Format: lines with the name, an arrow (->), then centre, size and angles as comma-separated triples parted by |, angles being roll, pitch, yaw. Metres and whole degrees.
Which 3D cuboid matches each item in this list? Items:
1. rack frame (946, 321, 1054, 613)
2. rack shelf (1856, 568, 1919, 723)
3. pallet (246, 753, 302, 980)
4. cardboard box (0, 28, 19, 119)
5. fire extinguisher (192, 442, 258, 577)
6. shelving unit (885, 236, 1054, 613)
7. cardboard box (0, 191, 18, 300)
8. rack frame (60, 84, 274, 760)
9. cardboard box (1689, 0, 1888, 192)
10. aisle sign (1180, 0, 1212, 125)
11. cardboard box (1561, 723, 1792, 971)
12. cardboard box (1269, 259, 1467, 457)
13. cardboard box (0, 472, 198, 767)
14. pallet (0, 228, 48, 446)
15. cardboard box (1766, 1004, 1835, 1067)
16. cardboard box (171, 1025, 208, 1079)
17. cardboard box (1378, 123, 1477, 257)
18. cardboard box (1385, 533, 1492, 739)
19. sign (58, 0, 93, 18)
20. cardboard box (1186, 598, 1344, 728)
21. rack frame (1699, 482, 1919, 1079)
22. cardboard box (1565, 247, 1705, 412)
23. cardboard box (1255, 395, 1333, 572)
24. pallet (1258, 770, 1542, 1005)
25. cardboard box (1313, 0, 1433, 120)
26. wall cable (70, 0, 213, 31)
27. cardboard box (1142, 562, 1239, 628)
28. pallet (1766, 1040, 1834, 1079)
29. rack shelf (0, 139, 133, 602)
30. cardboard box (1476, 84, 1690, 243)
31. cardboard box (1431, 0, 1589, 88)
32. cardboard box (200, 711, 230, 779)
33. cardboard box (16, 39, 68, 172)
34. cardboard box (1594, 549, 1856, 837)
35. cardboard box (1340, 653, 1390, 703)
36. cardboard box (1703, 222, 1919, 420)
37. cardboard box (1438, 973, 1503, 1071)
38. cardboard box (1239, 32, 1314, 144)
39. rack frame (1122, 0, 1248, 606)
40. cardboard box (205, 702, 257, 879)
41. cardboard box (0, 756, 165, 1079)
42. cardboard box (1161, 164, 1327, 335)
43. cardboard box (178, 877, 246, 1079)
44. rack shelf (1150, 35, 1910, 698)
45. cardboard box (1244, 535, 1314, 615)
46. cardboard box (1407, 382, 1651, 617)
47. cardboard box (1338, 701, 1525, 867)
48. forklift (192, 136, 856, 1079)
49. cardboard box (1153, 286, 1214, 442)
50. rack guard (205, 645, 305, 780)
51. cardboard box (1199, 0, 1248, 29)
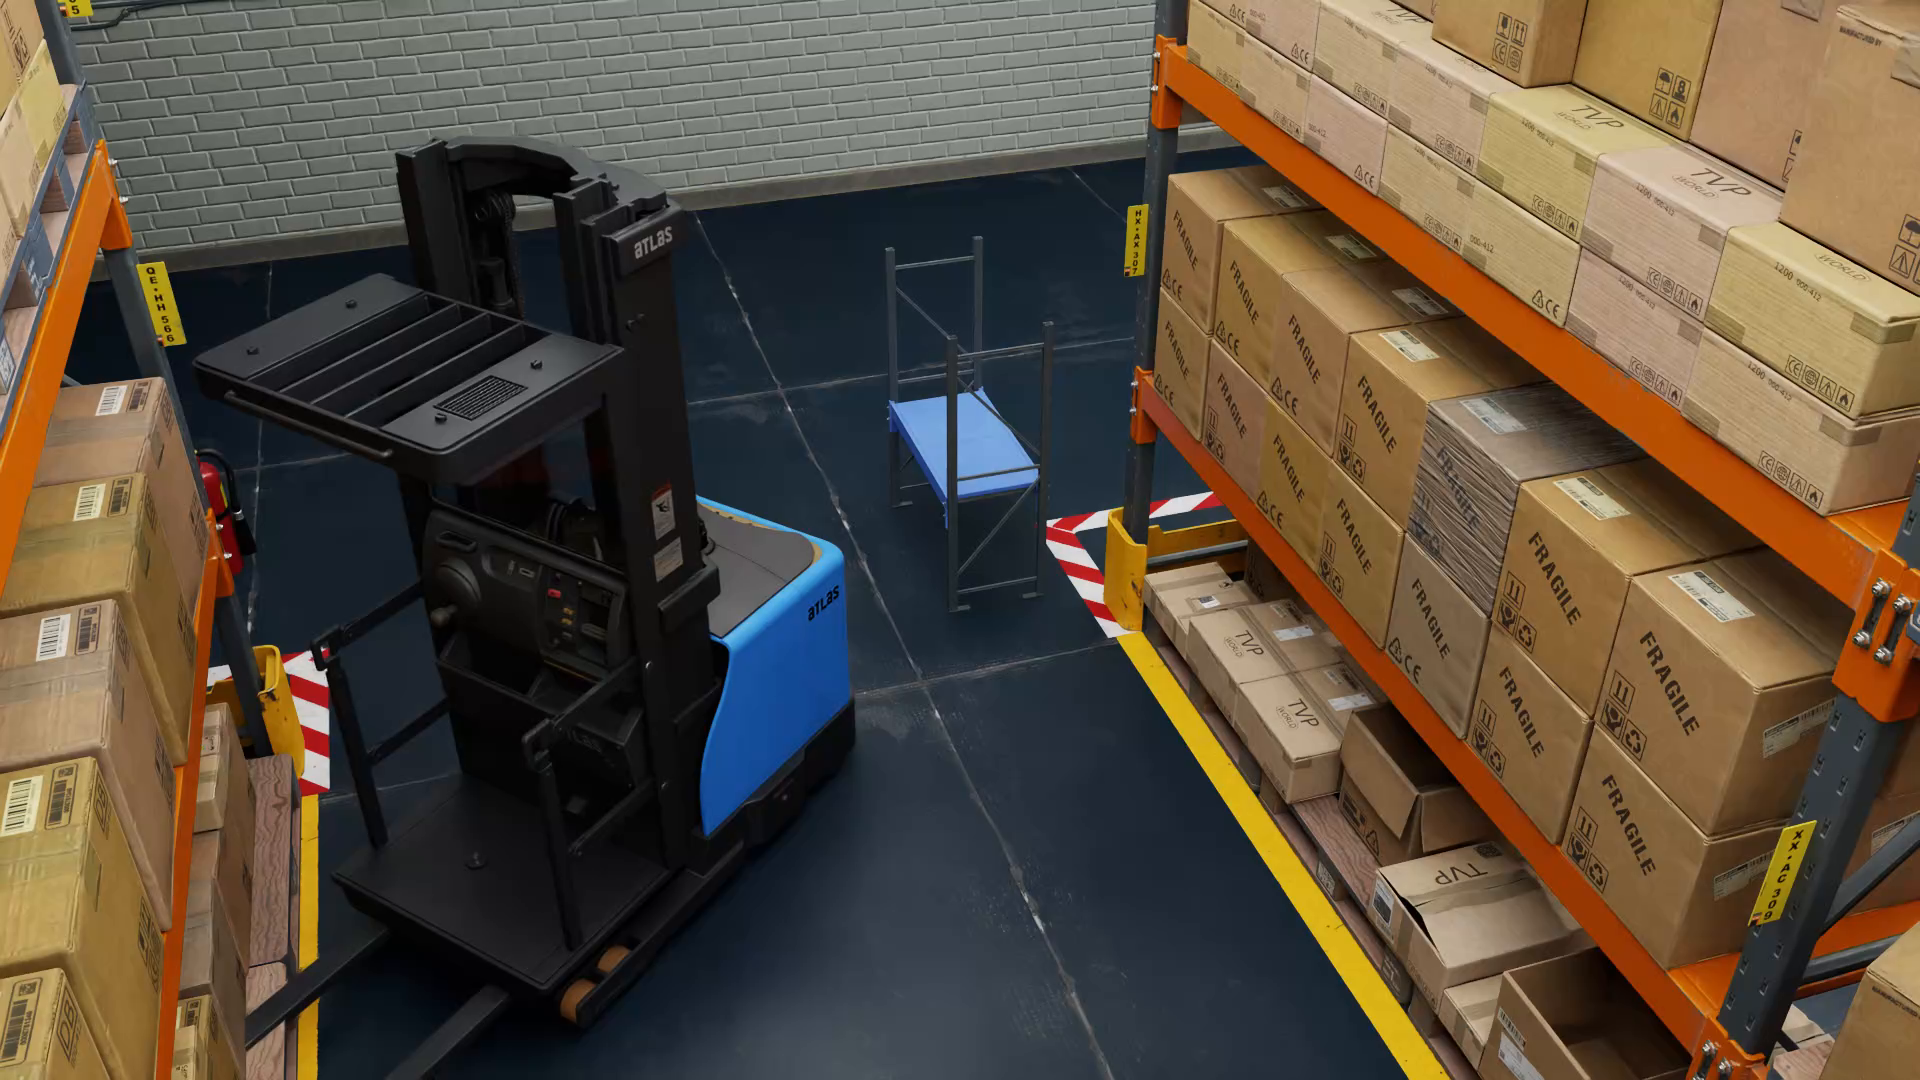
rack frame -> 0.181, -0.314, 7.865 | 0.500, 1.500, 0.032 | -10, 35, -15
rack shelf -> 3.113, 1.173, 2.185 | 1.077, 0.370, 4.000 | -10, 35, -15
pallet -> -3.115, 1.380, 6.471 | 1.003, 0.211, 1.213 | -10, 35, -15
cardboard box -> -2.808, -1.306, 4.269 | 0.500, 0.500, 0.500 | -9, 35, -13
fire extinguisher -> -3.040, -0.159, 6.679 | 0.296, 0.674, 0.183 | -10, 35, -15
shelving unit -> 0.026, -0.581, 8.269 | 0.538, 1.500, 1.048 | -10, 35, -15
cardboard box -> -2.634, -0.711, 4.049 | 0.500, 0.250, 0.500 | -11, 35, -16
rack frame -> -3.433, -0.190, 6.317 | 1.000, 3.000, 0.127 | -10, 35, -15
cardboard box -> 2.301, -1.171, 4.083 | 0.700, 0.500, 0.500 | -10, 35, -15
aisle sign -> 0.983, -2.097, 6.844 | 0.394, 0.787, 0.004 | -10, 35, -15
cardboard box -> 2.106, 0.814, 4.707 | 0.500, 0.500, 0.500 | -9, 35, -14
cardboard box -> 1.482, -0.670, 6.046 | 0.500, 0.500, 0.500 | -10, 35, -14
cardboard box -> -3.036, 0.331, 5.257 | 0.980, 0.700, 0.700 | -10, 35, -15
pallet -> -2.821, -0.376, 3.957 | 1.003, 0.211, 1.213 | -10, 35, -15
cardboard box -> 2.581, 1.756, 5.411 | 0.500, 0.311, 0.500 | -10, 35, -15
cardboard box -> -2.434, 1.612, 4.887 | 0.380, 0.149, 0.250 | -11, 35, -16
cardboard box -> 1.651, -1.114, 5.130 | 0.500, 0.250, 0.500 | -10, 35, -15
cardboard box -> 1.789, 0.274, 5.524 | 0.500, 0.500, 0.500 | -9, 35, -14
sign -> -2.912, -1.862, 5.395 | 0.100, 0.325, 0.005 | -10, 35, -15
cardboard box -> 1.331, 0.534, 7.316 | 0.500, 0.250, 0.500 | -10, 35, -15
rack frame -> 2.503, 1.075, 4.403 | 1.000, 3.000, 0.127 | -10, 35, -15
cardboard box -> 1.959, -0.589, 4.336 | 0.500, 0.250, 0.500 | -10, 35, -15
cardboard box -> 1.480, -0.256, 6.326 | 0.500, 0.500, 0.500 | -10, 35, -15
pallet -> 1.919, 1.236, 6.689 | 1.003, 0.211, 1.213 | -10, 35, -15
cardboard box -> 1.496, -1.584, 5.389 | 0.500, 0.250, 0.500 | -10, 35, -15
wall cable -> -4.818, -4.428, 10.104 | 3.097, 2.526, 0.112 | -10, 35, -15
cardboard box -> 1.084, 0.258, 7.826 | 0.380, 0.149, 0.250 | -10, 35, -15
pallet -> 2.643, 1.593, 3.793 | 1.003, 0.211, 1.213 | -10, 35, -15
rack shelf -> -2.823, -0.092, 4.100 | 1.077, 0.370, 4.000 | -10, 35, -15
cardboard box -> 1.797, -1.058, 4.593 | 0.500, 0.250, 0.500 | -10, 35, -15
cardboard box -> 1.845, -1.669, 4.837 | 0.700, 0.500, 0.500 | -10, 35, -15
cardboard box -> -2.912, 0.794, 6.126 | 0.380, 0.149, 0.250 | -10, 35, -15
cardboard box -> -2.957, -1.256, 4.874 | 0.500, 0.250, 0.500 | -9, 35, -13
cardboard box -> 2.103, 0.394, 4.436 | 0.500, 0.500, 0.500 | -10, 35, -14
cardboard box -> 1.945, 0.686, 7.086 | 0.500, 0.250, 0.500 | -10, 35, -15
cardboard box -> 2.096, -0.532, 3.797 | 0.500, 0.250, 0.500 | -10, 35, -15
cardboard box -> 1.888, 1.642, 5.731 | 0.380, 0.149, 0.250 | -10, 35, -15
cardboard box -> 1.338, -1.637, 5.922 | 0.500, 0.250, 0.500 | -10, 35, -15
rack frame -> 1.283, -1.025, 7.581 | 1.000, 3.000, 0.127 | -10, 35, -15
cardboard box -> -3.125, 1.028, 6.360 | 0.700, 0.500, 0.500 | -10, 35, -15
cardboard box -> -2.581, 1.113, 4.073 | 0.980, 0.700, 0.700 | -11, 35, -16
cardboard box -> 1.167, -1.207, 6.858 | 0.500, 0.500, 0.500 | -9, 35, -13
cardboard box -> -2.818, 1.555, 5.563 | 0.700, 0.500, 0.500 | -11, 35, -16
rack shelf -> 1.893, -0.927, 5.363 | 1.077, 0.370, 4.000 | -10, 35, -15
cardboard box -> 1.684, 0.078, 7.780 | 0.500, 0.500, 0.500 | -10, 35, -15
cardboard box -> 1.790, -0.139, 5.242 | 0.500, 0.500, 0.500 | -10, 35, -14
cardboard box -> 1.925, 0.947, 6.461 | 0.797, 0.503, 0.637 | -10, 35, -15
forklift -> -1.653, 0.254, 5.708 | 1.130, 2.935, 3.031 | 19, 38, 26
cardboard box -> 1.167, -0.790, 7.134 | 0.500, 0.500, 0.500 | -9, 35, -14
rack guard -> -3.441, 0.840, 7.026 | 1.175, 0.500, 0.348 | -10, 35, -15
cardboard box -> 1.192, -2.109, 6.183 | 0.500, 0.250, 0.500 | -10, 35, -15
